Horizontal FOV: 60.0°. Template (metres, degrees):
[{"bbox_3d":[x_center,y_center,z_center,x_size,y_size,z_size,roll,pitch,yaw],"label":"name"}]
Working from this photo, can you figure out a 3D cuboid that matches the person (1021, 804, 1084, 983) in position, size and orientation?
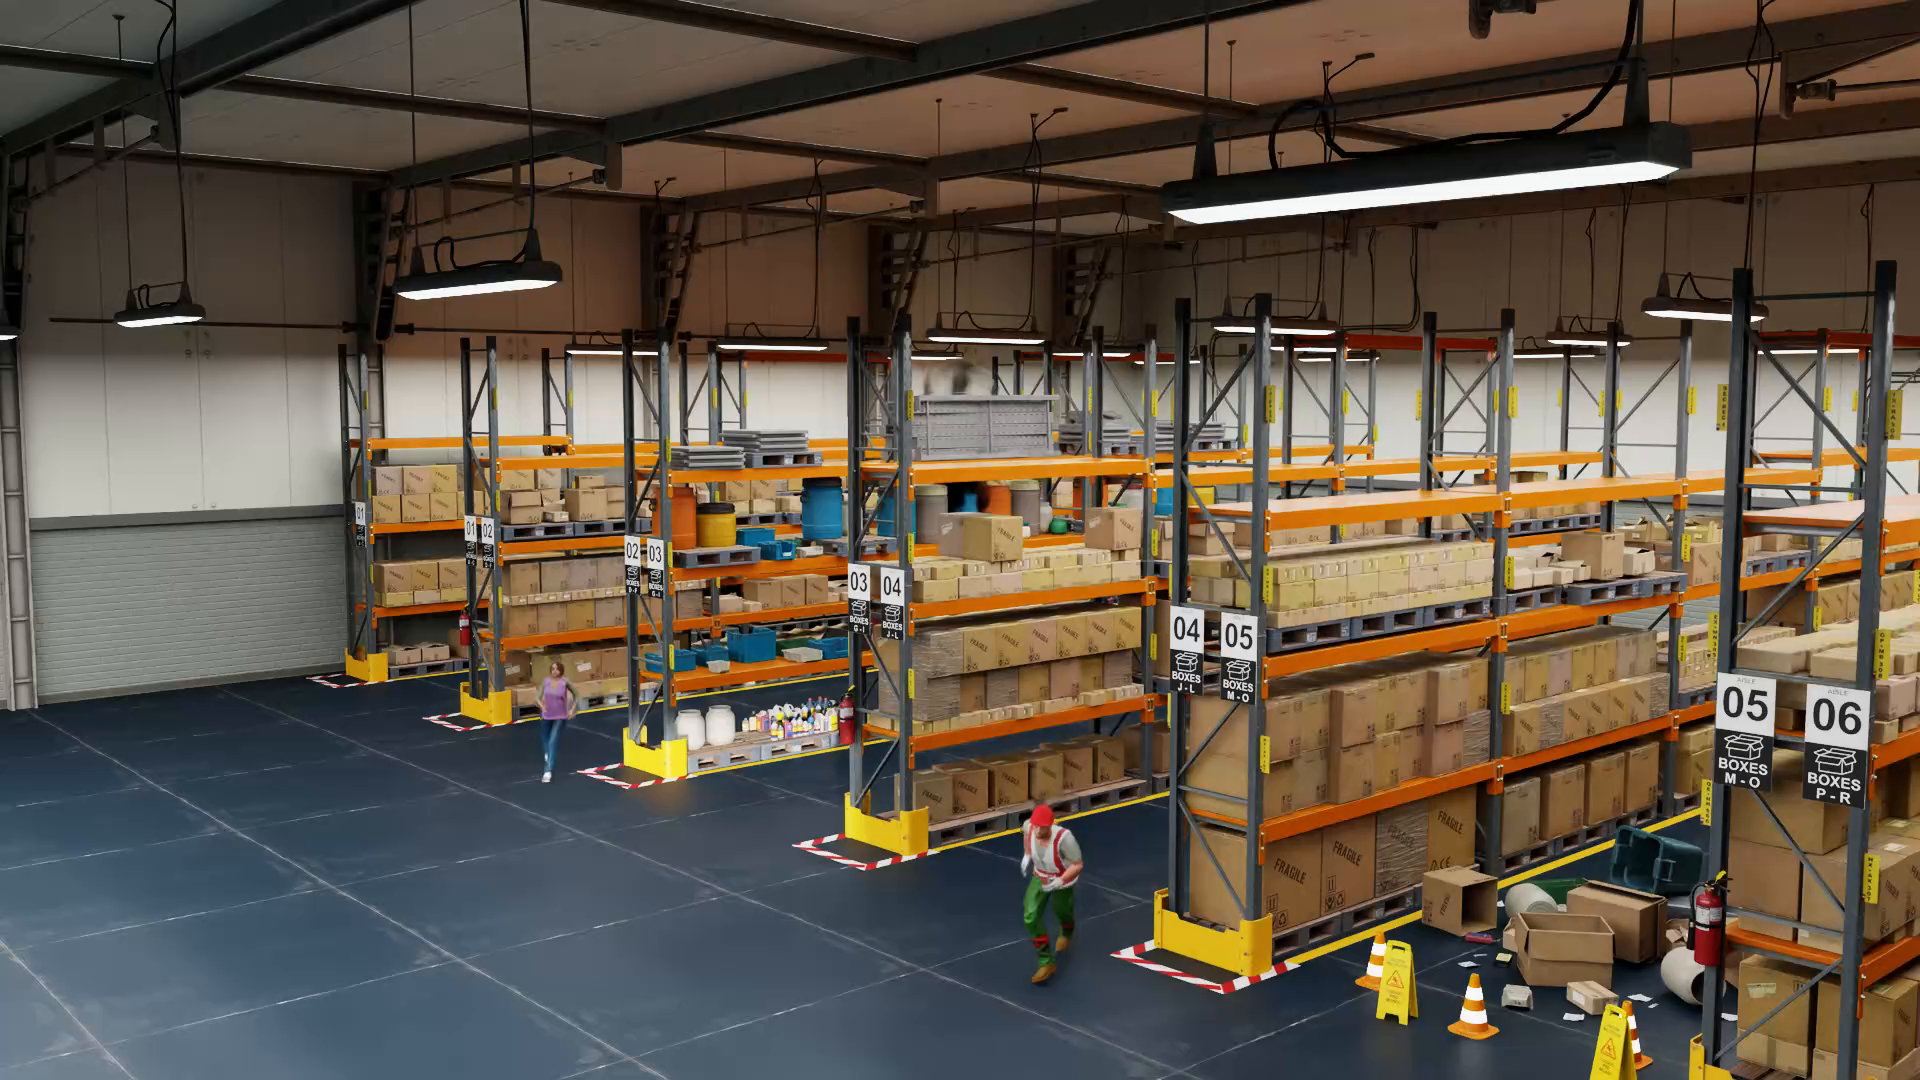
[{"bbox_3d":[0.851,3.042,14.797,0.674,1.591,1.151,2,6,25],"label":"person"}]

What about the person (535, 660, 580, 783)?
[{"bbox_3d":[-5.393,2.388,22.279,0.583,1.584,0.815,0,5,-1],"label":"person"}]
